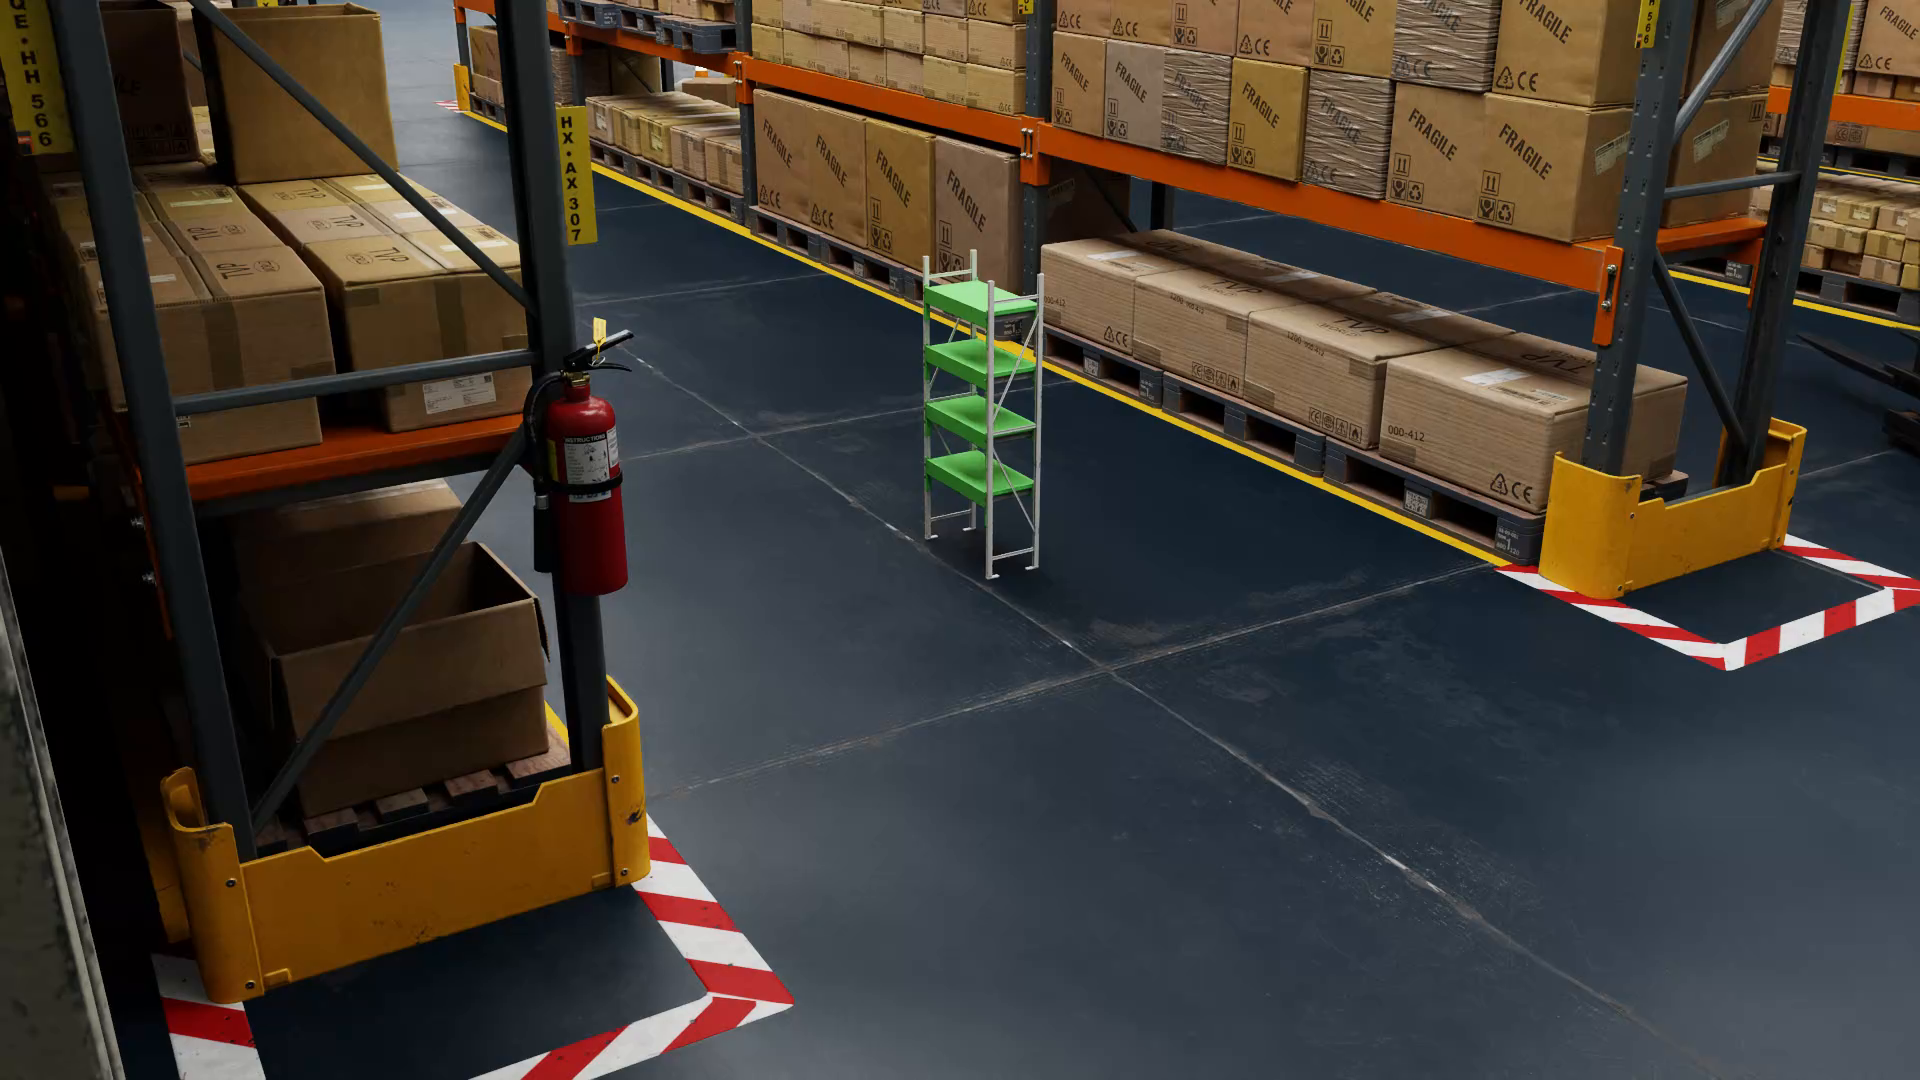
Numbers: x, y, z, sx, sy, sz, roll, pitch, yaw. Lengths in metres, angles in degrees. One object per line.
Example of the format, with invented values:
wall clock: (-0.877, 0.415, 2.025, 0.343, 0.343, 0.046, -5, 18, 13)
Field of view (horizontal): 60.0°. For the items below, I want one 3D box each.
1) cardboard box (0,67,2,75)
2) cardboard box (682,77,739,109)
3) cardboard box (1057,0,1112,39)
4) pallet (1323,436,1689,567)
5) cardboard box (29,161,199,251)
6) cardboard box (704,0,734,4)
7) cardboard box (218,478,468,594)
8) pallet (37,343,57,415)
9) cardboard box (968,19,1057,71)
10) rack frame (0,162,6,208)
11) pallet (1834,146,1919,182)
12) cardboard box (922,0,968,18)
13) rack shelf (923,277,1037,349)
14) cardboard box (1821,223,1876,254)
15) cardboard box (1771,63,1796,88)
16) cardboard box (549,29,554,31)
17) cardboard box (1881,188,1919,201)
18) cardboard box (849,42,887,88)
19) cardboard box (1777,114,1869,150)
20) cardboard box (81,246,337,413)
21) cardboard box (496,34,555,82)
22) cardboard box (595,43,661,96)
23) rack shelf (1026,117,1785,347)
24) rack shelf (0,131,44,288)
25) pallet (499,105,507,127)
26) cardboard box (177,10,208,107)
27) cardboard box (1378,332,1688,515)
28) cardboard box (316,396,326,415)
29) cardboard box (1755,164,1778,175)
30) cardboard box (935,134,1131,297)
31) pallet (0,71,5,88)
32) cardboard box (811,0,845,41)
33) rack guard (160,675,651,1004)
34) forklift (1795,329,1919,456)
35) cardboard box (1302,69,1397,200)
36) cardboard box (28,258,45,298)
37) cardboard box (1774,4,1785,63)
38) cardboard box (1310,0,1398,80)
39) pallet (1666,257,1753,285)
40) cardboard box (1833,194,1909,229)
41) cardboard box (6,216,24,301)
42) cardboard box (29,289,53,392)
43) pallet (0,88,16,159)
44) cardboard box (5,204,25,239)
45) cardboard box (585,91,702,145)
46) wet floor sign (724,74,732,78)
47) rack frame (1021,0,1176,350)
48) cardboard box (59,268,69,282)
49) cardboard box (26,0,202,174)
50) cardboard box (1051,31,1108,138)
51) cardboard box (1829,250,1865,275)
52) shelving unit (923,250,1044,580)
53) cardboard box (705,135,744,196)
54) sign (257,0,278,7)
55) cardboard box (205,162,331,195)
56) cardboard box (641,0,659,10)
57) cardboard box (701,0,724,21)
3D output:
cardboard box: (-5.358, -3.002, 9.694, 0.500, 0.500, 0.500, -11, 25, -26)
cardboard box: (-2.642, -4.660, 17.781, 0.500, 0.500, 0.500, 4, 22, 9)
cardboard box: (0.857, -2.927, 8.741, 0.500, 0.500, 0.500, -12, 25, -28)
pallet: (2.390, -0.276, 7.381, 1.003, 0.211, 1.213, -13, 25, -28)
cardboard box: (-2.898, -1.190, 5.732, 0.500, 0.250, 0.500, -12, 25, -27)
cardboard box: (-1.692, -4.386, 12.704, 0.500, 0.500, 0.500, -13, 26, -30)
cardboard box: (-2.034, 0.095, 5.527, 0.700, 0.500, 0.500, -11, 25, -26)
pallet: (-4.518, -1.022, 9.218, 1.003, 0.211, 1.213, -13, 25, -28)
cardboard box: (0.388, -2.877, 9.612, 0.500, 0.250, 0.500, -13, 25, -28)
rack frame: (-7.530, -4.252, 13.462, 1.000, 3.000, 0.127, -13, 25, -28)
pallet: (8.883, -3.468, 15.236, 1.003, 0.211, 1.213, -13, 25, -28)
cardboard box: (0.108, -3.391, 9.881, 0.500, 0.500, 0.500, -12, 25, -27)
rack shelf: (0.085, -0.888, 6.469, 0.258, 0.148, 0.480, -13, 25, -28)
cardboard box: (5.732, -1.940, 10.605, 0.380, 0.149, 0.250, -12, 25, -28)
cardboard box: (5.473, -3.004, 10.723, 0.380, 0.149, 0.250, -12, 25, -27)
cardboard box: (-4.405, -5.394, 18.368, 0.500, 0.500, 0.500, -12, 25, -26)
cardboard box: (6.194, -2.178, 10.797, 0.380, 0.149, 0.250, -13, 25, -28)
cardboard box: (-0.392, -3.144, 10.935, 0.500, 0.250, 0.500, -13, 25, -28)
cardboard box: (8.541, -4.227, 15.664, 1.225, 0.875, 0.875, -14, 26, -30)
cardboard box: (-1.863, -0.534, 4.118, 0.500, 0.250, 0.500, -12, 25, -27)
cardboard box: (-4.600, -5.117, 17.687, 0.500, 0.500, 0.500, -12, 25, -27)
cardboard box: (-3.333, -4.719, 16.709, 0.500, 0.500, 0.500, -11, 25, -26)
rack shelf: (1.844, -1.638, 7.985, 1.077, 0.370, 4.000, -13, 25, -28)
rack shelf: (-4.465, -1.977, 8.819, 1.077, 0.370, 4.000, -13, 25, -28)
pallet: (-4.265, -4.522, 17.830, 1.003, 0.211, 1.213, -13, 25, -28)
cardboard box: (-3.498, -2.103, 7.484, 0.700, 0.500, 0.500, -12, 25, -27)
cardboard box: (2.442, -0.526, 7.138, 0.875, 0.438, 0.875, -14, 26, -30)
cardboard box: (-1.877, -0.401, 4.320, 0.380, 0.149, 0.250, -12, 25, -27)
cardboard box: (5.730, -2.533, 11.671, 0.380, 0.149, 0.250, -13, 25, -29)
cardboard box: (0.437, -2.014, 10.219, 0.875, 0.875, 0.875, -12, 25, -27)
pallet: (-5.080, -2.663, 9.806, 1.213, 0.211, 1.003, -13, 25, -28)
cardboard box: (-0.667, -3.533, 11.227, 0.500, 0.250, 0.500, -13, 25, -28)
rack guard: (-1.439, 0.766, 4.436, 1.175, 0.500, 0.348, -13, 25, -28)
forklift: (5.140, -1.749, 7.394, 1.130, 2.935, 3.031, -3, 22, -6)
cardboard box: (1.877, -1.805, 7.309, 0.500, 0.500, 0.500, -12, 25, -27)
cardboard box: (-4.303, -1.302, 8.104, 0.380, 0.149, 0.250, -14, 26, -31)
cardboard box: (5.321, -3.420, 10.886, 0.500, 0.500, 0.500, -13, 25, -28)
cardboard box: (1.873, -2.268, 7.119, 0.500, 0.500, 0.500, -13, 25, -29)
pallet: (5.400, -2.101, 11.872, 1.003, 0.211, 1.213, -13, 25, -28)
cardboard box: (5.800, -2.091, 10.582, 0.380, 0.149, 0.250, -12, 25, -28)
cardboard box: (-5.278, -1.641, 9.799, 0.500, 0.500, 0.500, -12, 25, -28)
cardboard box: (-4.194, -0.964, 8.132, 0.500, 0.500, 0.500, -14, 26, -30)
pallet: (-4.489, -2.240, 8.766, 1.003, 0.211, 1.213, -13, 25, -28)
cardboard box: (-5.120, -1.804, 9.338, 0.380, 0.149, 0.250, -14, 26, -31)
cardboard box: (-2.994, -4.016, 15.813, 0.950, 0.372, 0.625, -12, 25, -28)
wet floor sign: (-2.821, -6.026, 20.952, 0.267, 0.644, 0.232, -18, 28, -37)
rack frame: (0.822, -2.619, 9.442, 1.000, 3.000, 0.127, -13, 25, -28)
cardboard box: (-2.631, -0.796, 5.291, 0.380, 0.149, 0.250, -13, 25, -28)
cardboard box: (-2.911, -1.545, 5.609, 0.500, 0.500, 0.500, -13, 26, -30)
cardboard box: (0.837, -2.463, 8.926, 0.500, 0.500, 0.500, -12, 25, -27)
cardboard box: (5.834, -1.815, 10.694, 0.380, 0.149, 0.250, -12, 25, -27)
shelving unit: (0.085, -0.502, 6.626, 0.258, 1.200, 0.503, -13, 25, -28)
cardboard box: (-1.501, -3.075, 13.498, 0.950, 0.372, 0.625, -15, 26, -32)
sign: (-2.980, -2.171, 7.190, 0.100, 0.325, 0.005, -13, 25, -28)
cardboard box: (-2.199, -1.123, 5.567, 0.500, 0.250, 0.500, -13, 26, -30)
cardboard box: (-2.450, -4.539, 13.942, 0.380, 0.149, 0.250, -14, 26, -30)
cardboard box: (-1.790, -4.125, 12.925, 0.380, 0.149, 0.250, -12, 25, -27)
